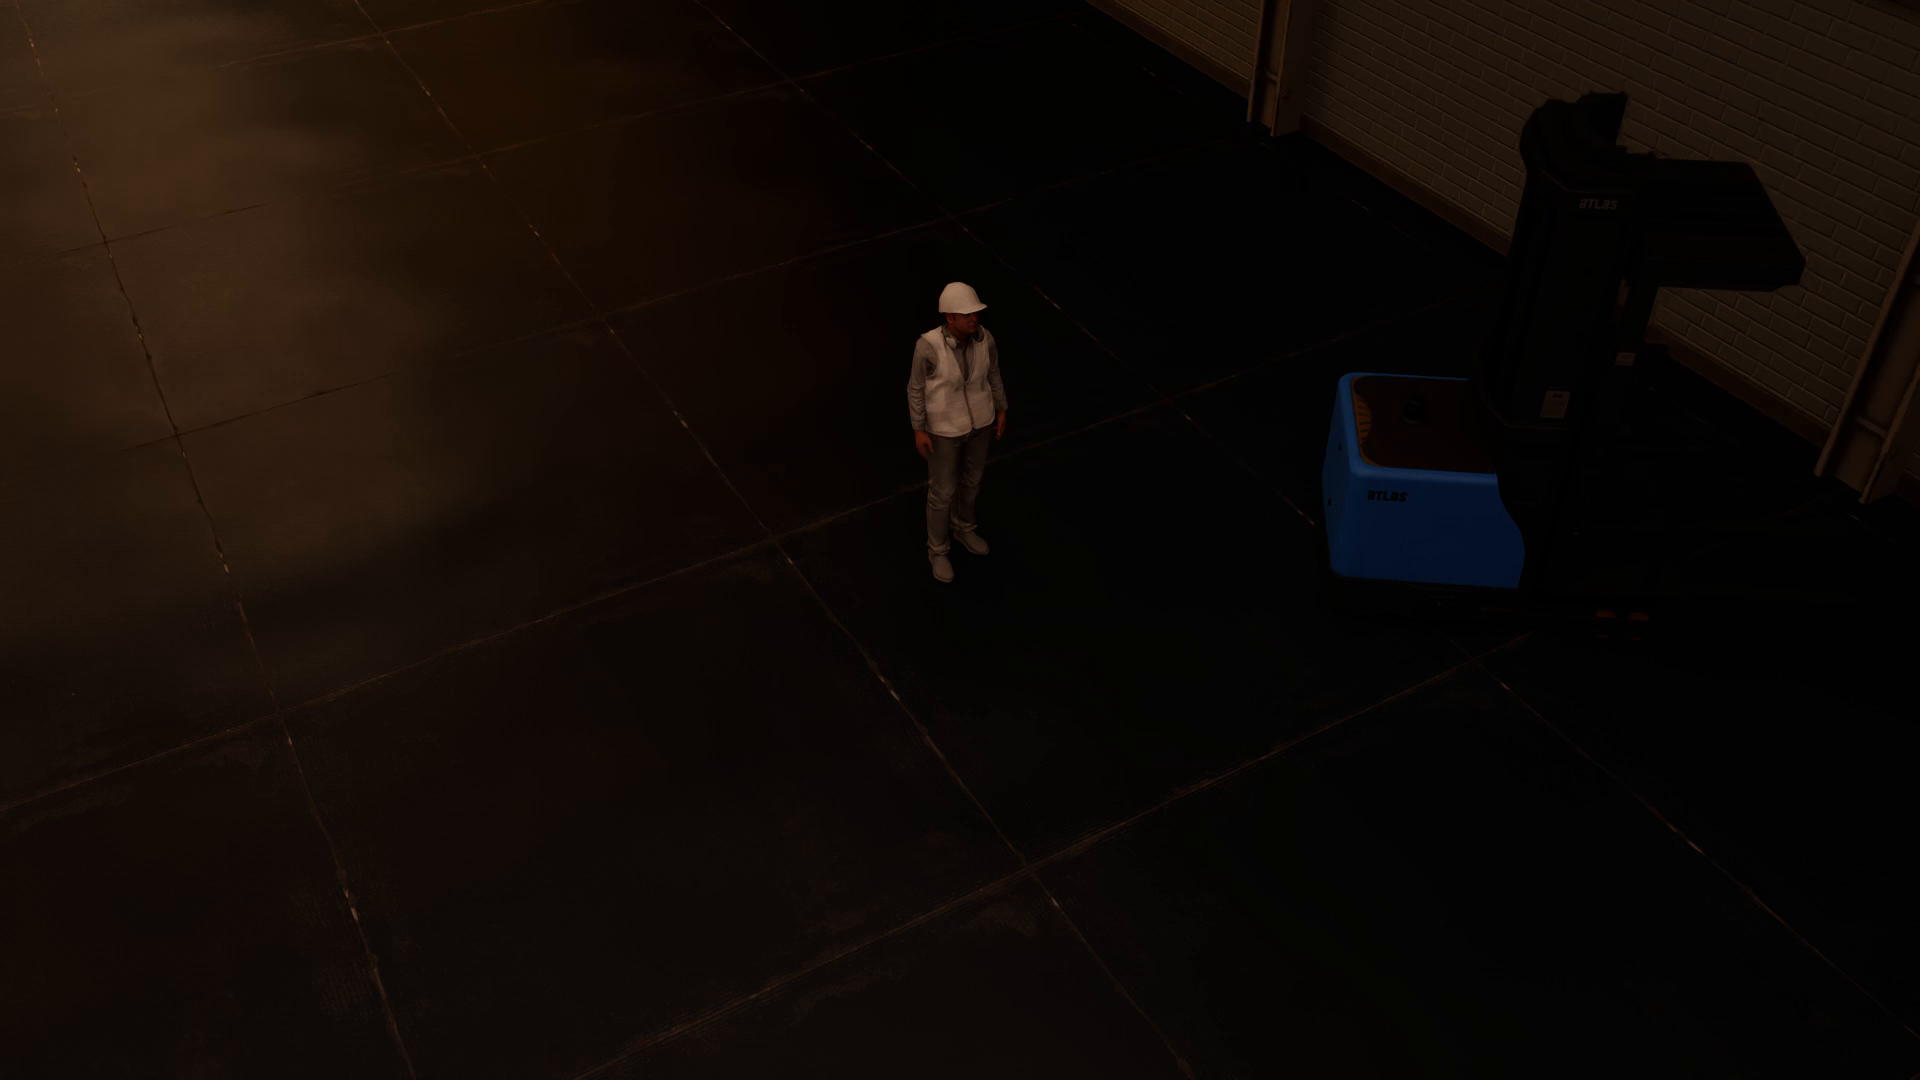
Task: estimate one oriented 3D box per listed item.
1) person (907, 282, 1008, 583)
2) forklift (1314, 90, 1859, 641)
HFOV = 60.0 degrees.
[{"bbox_3d":[0.025,-0.652,9.716,0.633,1.774,0.568,-20,44,-23],"label":"person"},{"bbox_3d":[3.690,-0.905,9.127,3.031,2.935,1.130,4,40,5],"label":"forklift"}]
